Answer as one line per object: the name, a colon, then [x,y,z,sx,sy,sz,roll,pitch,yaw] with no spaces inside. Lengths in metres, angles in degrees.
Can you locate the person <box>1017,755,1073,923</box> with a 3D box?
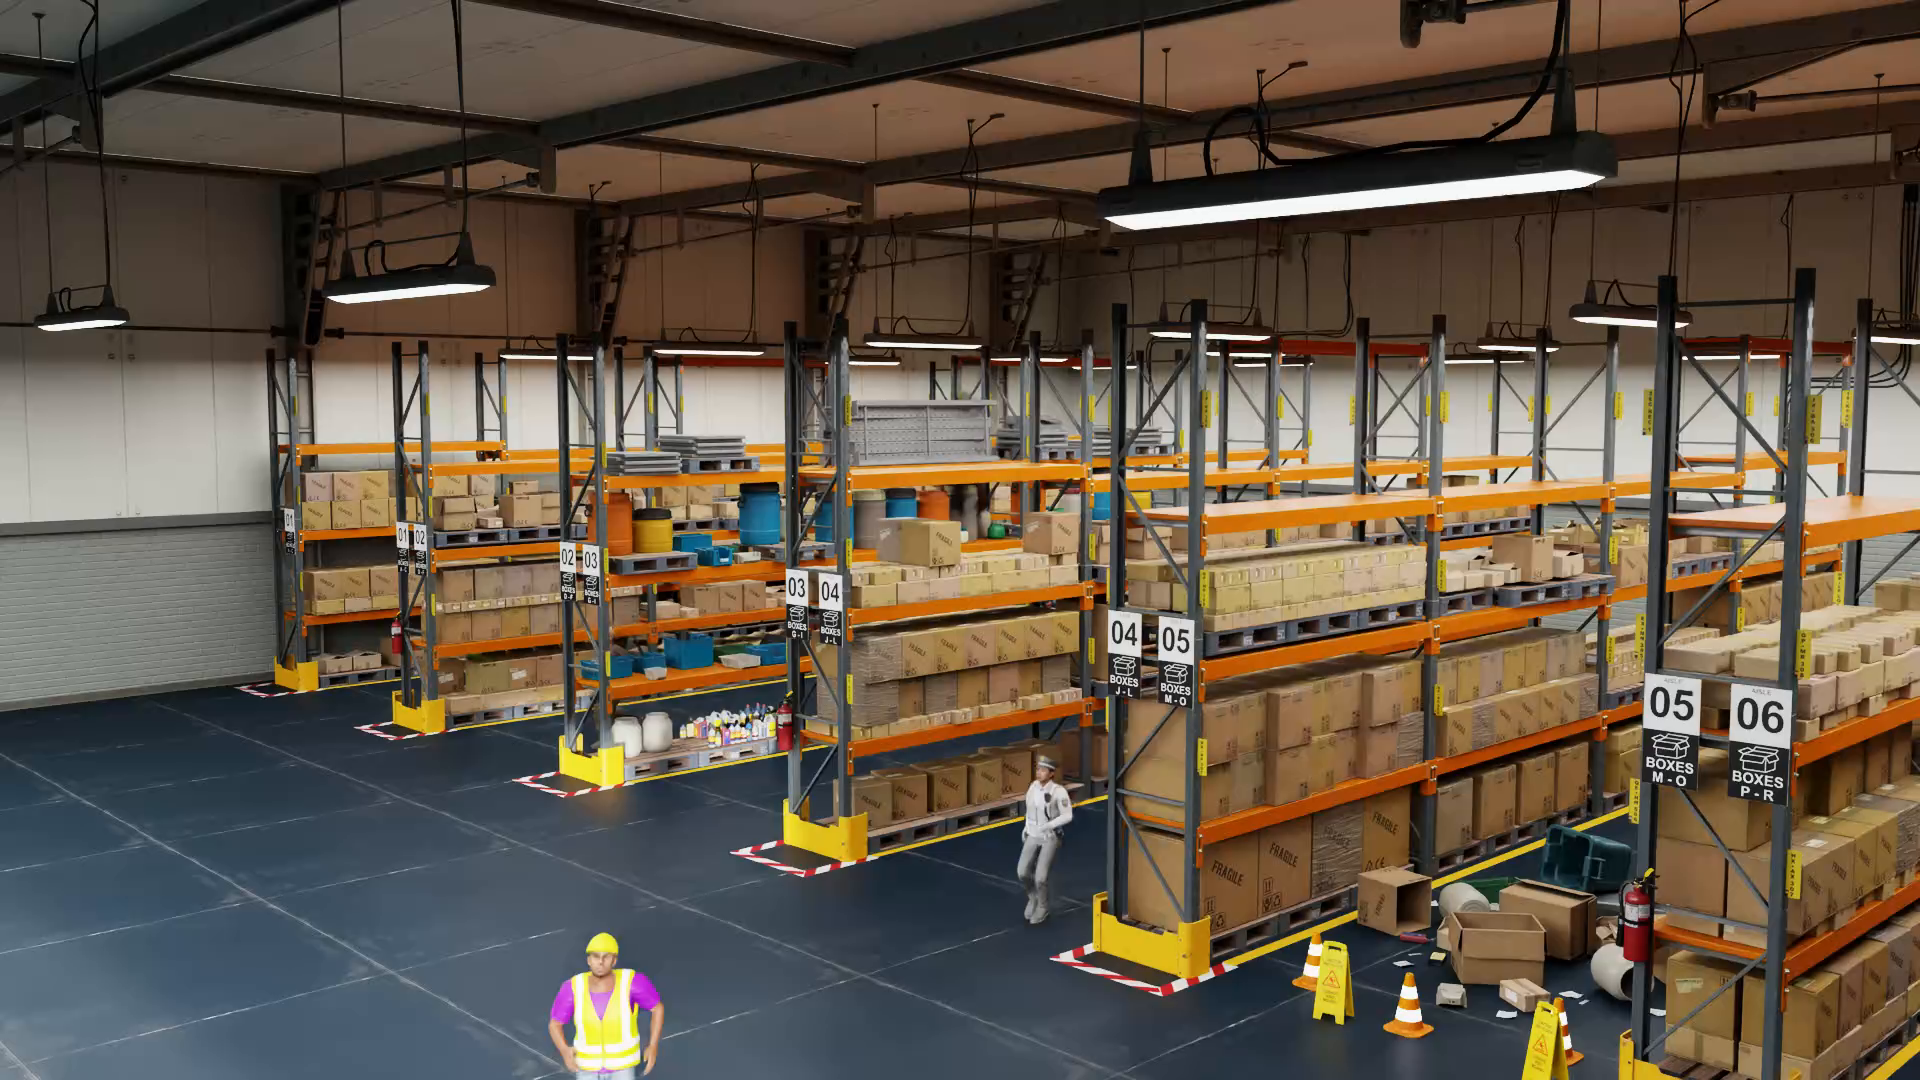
person: [0.800,2.934,16.314,0.595,1.670,0.527,3,6,35]

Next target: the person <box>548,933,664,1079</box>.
person: [-2.292,3.383,10.771,0.736,1.726,0.613,-1,5,-7]

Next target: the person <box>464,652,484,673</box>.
person: [-8.204,1.841,28.465,0.656,1.745,0.615,4,7,41]

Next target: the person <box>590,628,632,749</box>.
person: [-5.168,2.165,24.581,0.720,1.762,0.795,4,6,37]
